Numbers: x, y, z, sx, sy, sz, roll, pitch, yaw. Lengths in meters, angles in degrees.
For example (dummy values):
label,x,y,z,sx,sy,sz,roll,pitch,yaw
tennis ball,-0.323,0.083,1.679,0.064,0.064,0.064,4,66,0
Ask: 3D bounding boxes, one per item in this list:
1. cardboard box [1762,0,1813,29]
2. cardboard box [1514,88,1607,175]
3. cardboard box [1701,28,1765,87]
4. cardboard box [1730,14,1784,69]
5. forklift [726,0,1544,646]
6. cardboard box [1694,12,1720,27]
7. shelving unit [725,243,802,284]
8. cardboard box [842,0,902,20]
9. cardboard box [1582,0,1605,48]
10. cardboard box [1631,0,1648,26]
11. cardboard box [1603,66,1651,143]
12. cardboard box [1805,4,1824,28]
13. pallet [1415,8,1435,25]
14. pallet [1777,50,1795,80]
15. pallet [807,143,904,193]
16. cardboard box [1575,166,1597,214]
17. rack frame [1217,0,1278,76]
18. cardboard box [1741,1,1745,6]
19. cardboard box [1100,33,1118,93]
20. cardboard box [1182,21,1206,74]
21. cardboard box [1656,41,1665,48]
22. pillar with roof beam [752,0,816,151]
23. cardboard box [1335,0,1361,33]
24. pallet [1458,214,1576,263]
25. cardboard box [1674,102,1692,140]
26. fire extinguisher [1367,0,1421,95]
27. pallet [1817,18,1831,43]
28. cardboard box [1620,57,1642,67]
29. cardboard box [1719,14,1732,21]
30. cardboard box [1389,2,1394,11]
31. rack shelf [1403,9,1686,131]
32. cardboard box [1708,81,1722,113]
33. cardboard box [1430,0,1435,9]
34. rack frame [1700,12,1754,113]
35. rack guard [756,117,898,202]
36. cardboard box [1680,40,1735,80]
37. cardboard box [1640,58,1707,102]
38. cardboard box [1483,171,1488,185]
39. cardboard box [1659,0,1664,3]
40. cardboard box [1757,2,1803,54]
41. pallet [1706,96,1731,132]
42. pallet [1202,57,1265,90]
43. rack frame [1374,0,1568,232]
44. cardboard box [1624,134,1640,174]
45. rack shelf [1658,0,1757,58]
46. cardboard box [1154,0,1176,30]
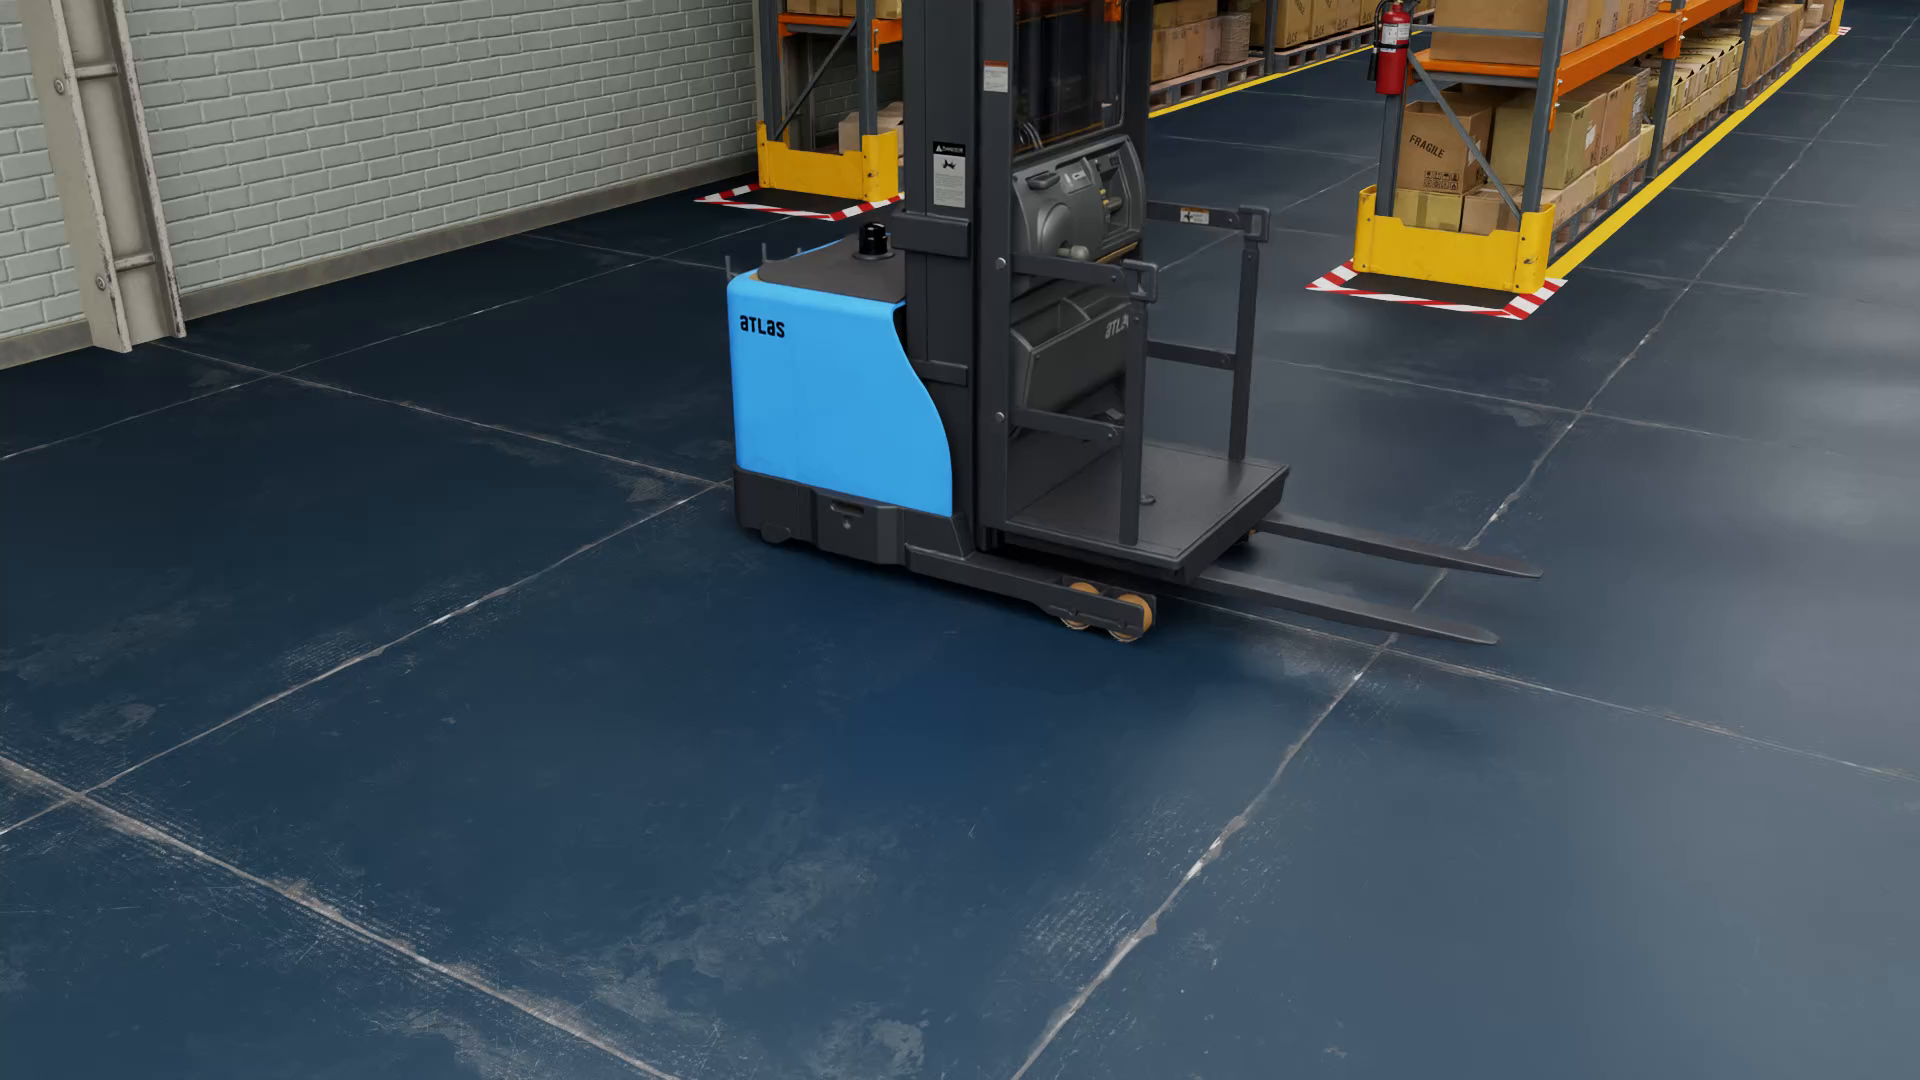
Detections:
label,x,y,z,sx,sy,sz,roll,pitch,yaw
cardboard box,10.444,-6.814,21.302,0.797,0.503,0.637,14,27,29
cardboard box,4.114,-2.822,11.482,0.500,0.500,0.500,14,27,29
cardboard box,7.830,-4.921,16.933,0.500,0.500,0.500,15,28,31
cardboard box,8.641,-5.444,18.142,0.500,0.500,0.500,13,27,27
forklift,0.615,-1.224,5.889,3.031,2.935,1.130,13,27,28
cardboard box,7.667,-5.556,17.457,0.500,0.250,0.500,15,28,31
shelving unit,-0.797,-0.703,7.045,0.215,1.050,0.252,12,26,29
cardboard box,-0.556,-4.147,12.718,0.500,0.250,0.500,13,27,27
cardboard box,3.924,-3.617,11.204,0.700,0.500,0.500,14,27,29
cardboard box,4.736,-4.137,12.406,0.700,0.500,0.500,14,27,28
cardboard box,4.905,-3.328,12.651,0.500,0.500,0.500,14,27,29
cardboard box,10.963,-6.863,21.734,0.500,0.250,0.500,14,27,29
pallet,6.357,-7.533,23.885,1.003,0.211,1.213,14,27,29
pallet,9.060,-5.560,19.328,1.003,0.211,1.213,14,27,29
pallet,-0.584,-3.122,13.695,1.003,0.211,1.213,14,27,29
cardboard box,4.124,-2.475,11.625,0.500,0.250,0.500,14,27,29
rack frame,3.137,-6.809,18.703,1.000,3.000,0.127,14,27,29
cardboard box,8.995,-6.065,19.576,0.500,0.500,0.500,13,26,27
cardboard box,1.401,-4.766,16.575,0.700,0.500,0.500,15,28,31
cardboard box,2.193,-5.287,17.779,0.700,0.500,0.500,14,27,29
cardboard box,6.552,-4.666,15.979,0.500,0.311,0.500,13,27,28
pillar with roof beam,2.209,-6.377,10.154,9.100,9.000,0.400,14,27,29
cardboard box,4.548,-6.818,20.901,0.750,0.750,0.750,15,27,31
pallet,3.495,-2.059,11.241,1.003,0.211,1.213,14,27,29
cardboard box,5.931,-3.609,14.244,0.500,0.250,0.500,15,27,30
fire extinguisher,2.670,-3.094,10.219,0.296,0.674,0.183,14,27,29
pallet,11.107,-6.897,22.418,1.003,0.211,1.213,14,27,29
cardboard box,5.742,-4.152,14.792,0.500,0.311,0.500,14,27,29
cardboard box,8.186,-5.545,18.375,0.500,0.500,0.500,13,26,27
cardboard box,5.728,-7.435,22.768,0.700,0.500,0.500,14,27,30
rack shelf,4.182,-3.417,11.773,1.077,0.370,4.000,14,27,29
cardboard box,6.740,-4.130,15.448,0.500,0.250,0.500,15,27,30
cardboard box,6.544,-7.959,23.976,0.700,0.500,0.500,13,27,27
rack frame,7.347,-5.772,16.308,1.000,3.000,0.127,14,27,29
rack guard,-1.043,-2.987,13.021,1.175,0.500,0.348,14,27,29
cardboard box,7.012,-4.555,15.723,0.500,0.311,0.500,13,27,28
cardboard box,6.208,-4.040,14.534,0.500,0.311,0.500,13,27,27
cardboard box,3.413,-2.417,11.490,0.500,0.250,0.500,14,27,29
cardboard box,5.460,-4.529,13.624,0.500,0.250,0.500,16,28,32
cardboard box,9.441,-5.950,19.312,0.500,0.500,0.500,14,27,29
pallet,6.880,-4.223,16.239,1.003,0.211,1.213,14,27,29
pallet,2.724,-5.266,18.648,1.003,0.211,1.213,14,27,29
rack frame,3.127,-3.072,10.070,1.000,3.000,0.127,14,27,29
cardboard box,4.906,-2.984,12.800,0.500,0.250,0.500,14,27,29
rack shelf,6.292,-4.767,14.891,1.077,0.370,4.000,14,27,29
cardboard box,1.902,-5.435,17.179,0.500,0.250,0.500,13,27,27
